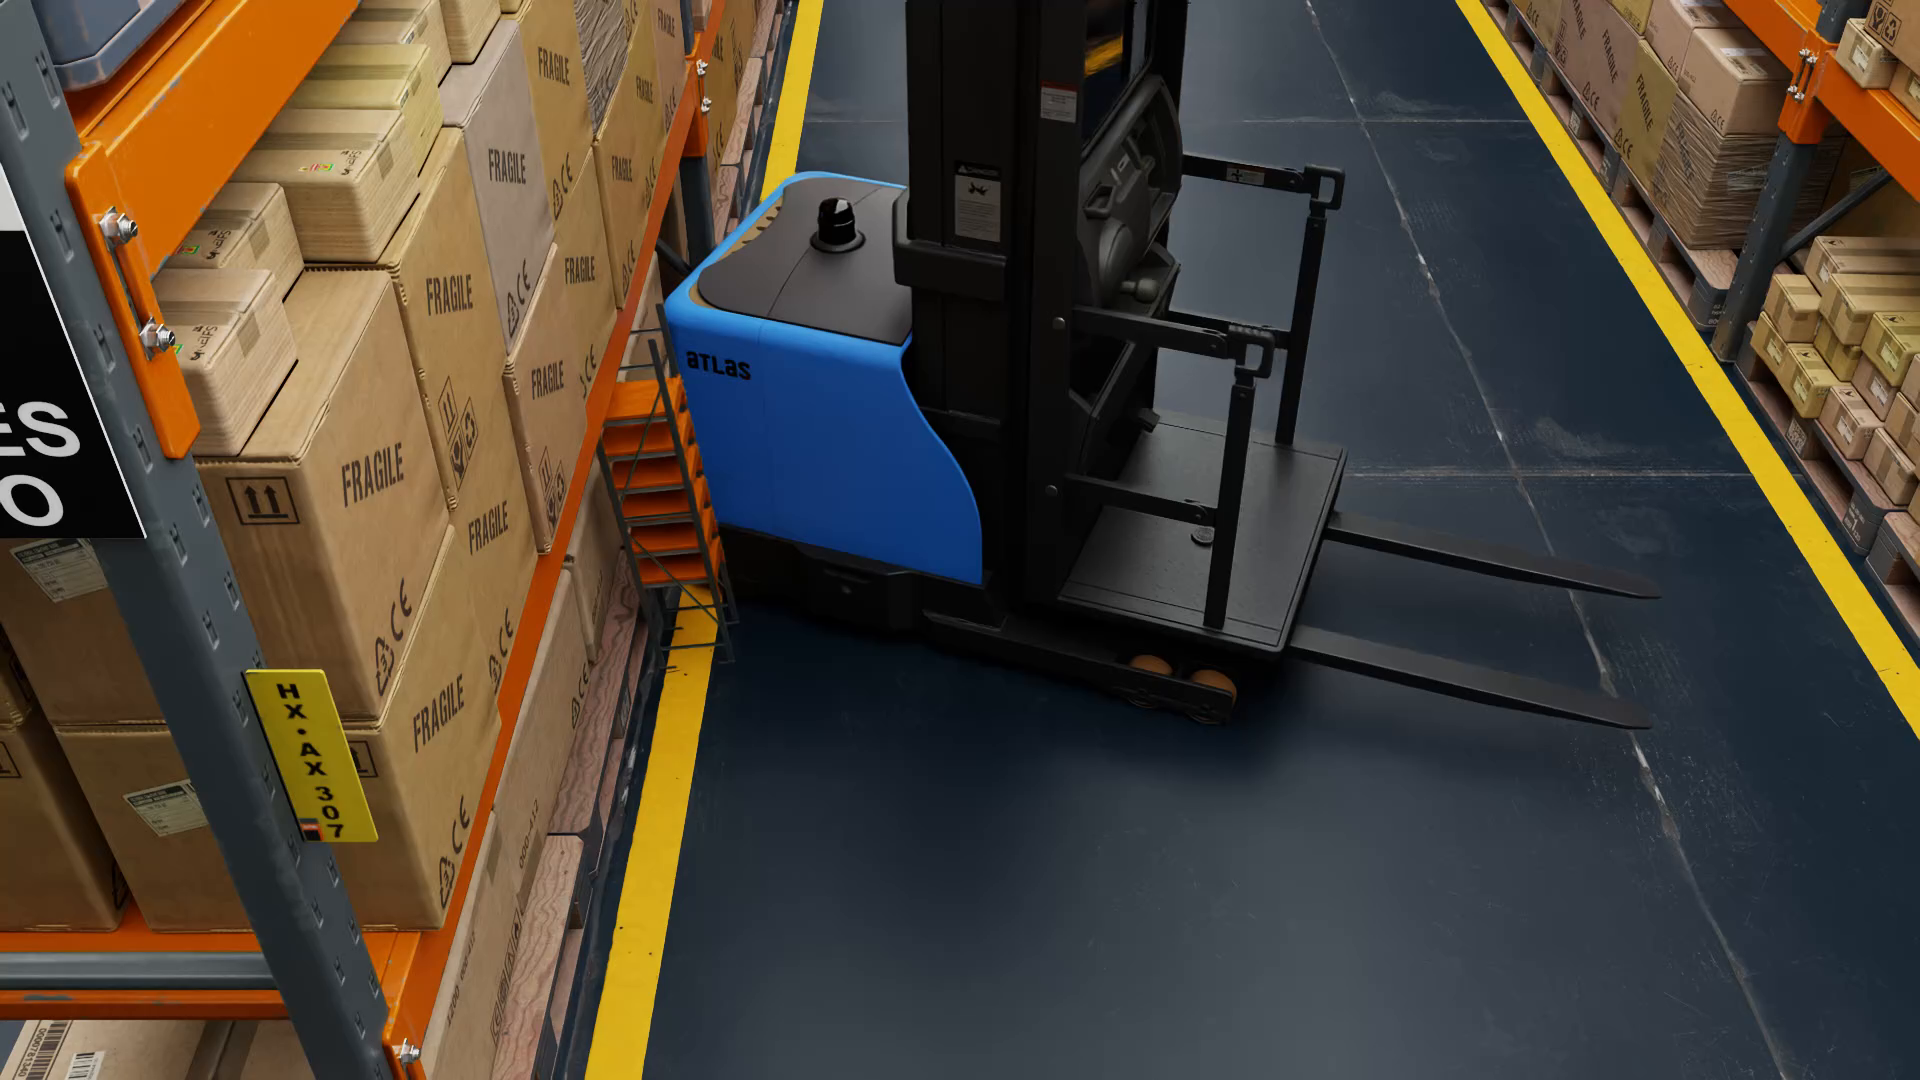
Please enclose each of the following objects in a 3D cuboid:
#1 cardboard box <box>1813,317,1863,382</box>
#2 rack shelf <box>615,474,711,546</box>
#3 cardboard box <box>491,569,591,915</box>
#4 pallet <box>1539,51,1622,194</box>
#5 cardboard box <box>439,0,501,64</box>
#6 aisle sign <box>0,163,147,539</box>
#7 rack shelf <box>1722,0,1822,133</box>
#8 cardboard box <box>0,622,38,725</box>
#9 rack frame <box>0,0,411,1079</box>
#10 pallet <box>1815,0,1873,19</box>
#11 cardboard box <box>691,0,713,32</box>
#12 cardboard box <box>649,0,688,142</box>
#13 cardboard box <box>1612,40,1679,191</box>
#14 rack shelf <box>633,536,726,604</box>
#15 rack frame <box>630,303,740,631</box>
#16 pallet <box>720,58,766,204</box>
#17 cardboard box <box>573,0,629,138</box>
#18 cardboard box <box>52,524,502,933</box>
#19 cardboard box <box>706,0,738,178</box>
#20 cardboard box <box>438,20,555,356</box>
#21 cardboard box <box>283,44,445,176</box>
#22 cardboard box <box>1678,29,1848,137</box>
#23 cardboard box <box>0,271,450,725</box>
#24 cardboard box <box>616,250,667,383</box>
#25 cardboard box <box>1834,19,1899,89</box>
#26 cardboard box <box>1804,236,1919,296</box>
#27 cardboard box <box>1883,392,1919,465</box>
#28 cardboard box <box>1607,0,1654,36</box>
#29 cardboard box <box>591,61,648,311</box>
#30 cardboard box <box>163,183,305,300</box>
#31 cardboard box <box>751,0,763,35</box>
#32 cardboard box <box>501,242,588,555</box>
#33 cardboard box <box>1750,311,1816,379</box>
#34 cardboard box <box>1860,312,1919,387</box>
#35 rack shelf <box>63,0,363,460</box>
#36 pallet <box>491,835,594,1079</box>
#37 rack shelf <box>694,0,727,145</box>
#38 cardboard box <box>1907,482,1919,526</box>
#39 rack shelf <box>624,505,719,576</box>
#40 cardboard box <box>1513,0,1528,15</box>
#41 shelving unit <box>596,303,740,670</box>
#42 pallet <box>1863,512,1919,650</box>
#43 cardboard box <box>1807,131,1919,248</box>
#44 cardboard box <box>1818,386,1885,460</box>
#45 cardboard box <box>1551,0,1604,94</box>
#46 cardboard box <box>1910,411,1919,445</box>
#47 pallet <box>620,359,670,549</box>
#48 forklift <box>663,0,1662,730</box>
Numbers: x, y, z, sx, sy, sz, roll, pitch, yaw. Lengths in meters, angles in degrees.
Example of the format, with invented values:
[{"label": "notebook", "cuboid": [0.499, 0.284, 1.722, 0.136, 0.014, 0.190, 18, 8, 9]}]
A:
[{"label": "cardboard box", "cuboid": [3.296, -0.691, 5.919, 0.380, 0.149, 0.250, 0, 39, 0]}, {"label": "rack shelf", "cuboid": [-0.881, -0.090, 4.956, 0.258, 0.103, 0.180, -5, 39, 2]}, {"label": "cardboard box", "cuboid": [-1.530, 0.511, 4.427, 0.875, 0.438, 0.875, 1, 39, 1]}, {"label": "pallet", "cuboid": [3.519, -2.072, 8.167, 1.003, 0.211, 1.213, 0, 39, 0]}, {"label": "cardboard box", "cuboid": [-1.130, -1.056, 3.271, 0.380, 0.149, 0.250, 0, 39, 0]}, {"label": "aisle sign", "cuboid": [-1.130, -0.310, 1.659, 0.394, 0.787, 0.004, 0, 39, 0]}, {"label": "rack shelf", "cuboid": [3.523, -2.878, 7.518, 1.077, 0.370, 4.000, 0, 39, 0]}, {"label": "cardboard box", "cuboid": [-1.658, -0.071, 2.560, 0.500, 0.500, 0.500, 1, 39, 1]}, {"label": "rack frame", "cuboid": [-1.423, 0.660, 2.528, 0.949, 2.616, 0.053, 0, 39, 0]}, {"label": "pallet", "cuboid": [3.670, -2.312, 6.389, 1.003, 0.211, 1.213, 0, 39, 0]}, {"label": "cardboard box", "cuboid": [-1.161, -2.058, 6.040, 0.500, 0.250, 0.500, -1, 39, -1]}, {"label": "cardboard box", "cuboid": [-1.168, -1.591, 5.257, 0.500, 0.500, 0.500, 0, 39, 0]}, {"label": "cardboard box", "cuboid": [3.272, -1.880, 7.361, 0.500, 0.500, 0.500, -1, 39, -1]}, {"label": "rack shelf", "cuboid": [-0.858, 0.095, 5.107, 0.258, 0.103, 0.180, -5, 39, 2]}, {"label": "rack frame", "cuboid": [-0.888, -0.182, 4.999, 0.240, 1.200, 0.006, -5, 39, 2]}, {"label": "pallet", "cuboid": [-1.505, -2.001, 8.078, 1.003, 0.211, 1.213, 0, 39, 0]}, {"label": "cardboard box", "cuboid": [-1.145, -1.340, 4.144, 0.500, 0.500, 0.500, 0, 39, 1]}, {"label": "cardboard box", "cuboid": [-1.133, 0.320, 2.872, 0.500, 0.500, 0.500, 0, 39, 0]}, {"label": "cardboard box", "cuboid": [-1.514, -2.129, 7.371, 0.875, 0.875, 0.875, 1, 39, 1]}, {"label": "cardboard box", "cuboid": [-1.151, -0.715, 3.364, 0.500, 0.500, 0.500, 0, 39, 0]}, {"label": "cardboard box", "cuboid": [-1.119, -0.736, 2.871, 0.380, 0.149, 0.250, -1, 39, -2]}, {"label": "cardboard box", "cuboid": [3.272, -1.855, 6.730, 0.500, 0.250, 0.500, -1, 39, -1]}, {"label": "cardboard box", "cuboid": [-1.136, -0.070, 2.559, 0.500, 0.500, 0.500, -1, 39, -1]}, {"label": "cardboard box", "cuboid": [-1.531, -0.613, 5.829, 0.875, 0.438, 0.875, -1, 39, -1]}, {"label": "cardboard box", "cuboid": [3.199, -1.633, 5.590, 0.380, 0.149, 0.250, 1, 39, 2]}, {"label": "cardboard box", "cuboid": [3.319, -0.976, 6.038, 0.380, 0.149, 0.250, 1, 39, 2]}, {"label": "cardboard box", "cuboid": [3.330, -0.370, 5.519, 0.380, 0.149, 0.250, -2, 39, -2]}, {"label": "cardboard box", "cuboid": [3.270, -2.507, 7.543, 0.500, 0.250, 0.500, -2, 39, -2]}, {"label": "cardboard box", "cuboid": [-1.147, -0.955, 4.463, 0.500, 0.500, 0.500, -1, 39, -1]}, {"label": "cardboard box", "cuboid": [-1.215, -0.409, 2.463, 0.380, 0.149, 0.250, 1, 39, 1]}, {"label": "cardboard box", "cuboid": [-1.511, -3.246, 8.765, 0.875, 0.875, 0.875, 0, 39, 0]}, {"label": "cardboard box", "cuboid": [-1.144, -0.314, 3.663, 0.500, 0.500, 0.500, 0, 39, 0]}, {"label": "cardboard box", "cuboid": [3.205, -0.732, 6.209, 0.380, 0.149, 0.250, -2, 39, -2]}, {"label": "cardboard box", "cuboid": [3.309, -0.646, 5.626, 0.380, 0.149, 0.250, -1, 39, -1]}, {"label": "rack shelf", "cuboid": [-1.422, -1.481, 3.376, 1.077, 0.370, 4.000, 0, 39, 0]}, {"label": "pallet", "cuboid": [-1.499, 1.248, 4.024, 1.003, 0.211, 1.213, 0, 39, 0]}, {"label": "rack shelf", "cuboid": [-1.427, -2.812, 7.435, 1.077, 0.370, 4.000, 0, 39, 0]}, {"label": "cardboard box", "cuboid": [3.343, -0.083, 5.399, 0.380, 0.149, 0.250, -2, 39, -2]}, {"label": "rack shelf", "cuboid": [-0.870, 0.002, 5.031, 0.258, 0.103, 0.180, -5, 39, 2]}, {"label": "cardboard box", "cuboid": [3.267, -3.156, 8.952, 0.500, 0.500, 0.500, -2, 39, -2]}, {"label": "shelving unit", "cuboid": [-0.885, -0.125, 4.928, 0.258, 1.200, 0.189, -5, 39, 2]}, {"label": "pallet", "cuboid": [3.566, 0.365, 5.126, 1.003, 0.211, 1.213, 0, 39, 0]}, {"label": "cardboard box", "cuboid": [3.790, -1.559, 6.960, 0.500, 0.500, 0.500, 1, 39, 2]}, {"label": "cardboard box", "cuboid": [3.257, -0.410, 5.807, 0.380, 0.149, 0.250, 0, 39, 0]}, {"label": "cardboard box", "cuboid": [3.276, -2.520, 8.159, 0.500, 0.500, 0.500, -1, 39, -1]}, {"label": "cardboard box", "cuboid": [3.251, -0.324, 5.223, 0.380, 0.149, 0.250, 1, 39, 1]}, {"label": "pallet", "cuboid": [-1.502, -0.278, 5.928, 1.003, 0.211, 1.213, 0, 39, 0]}, {"label": "forklift", "cuboid": [0.667, -0.962, 4.607, 3.031, 2.935, 1.130, 13, 41, 16]}]
